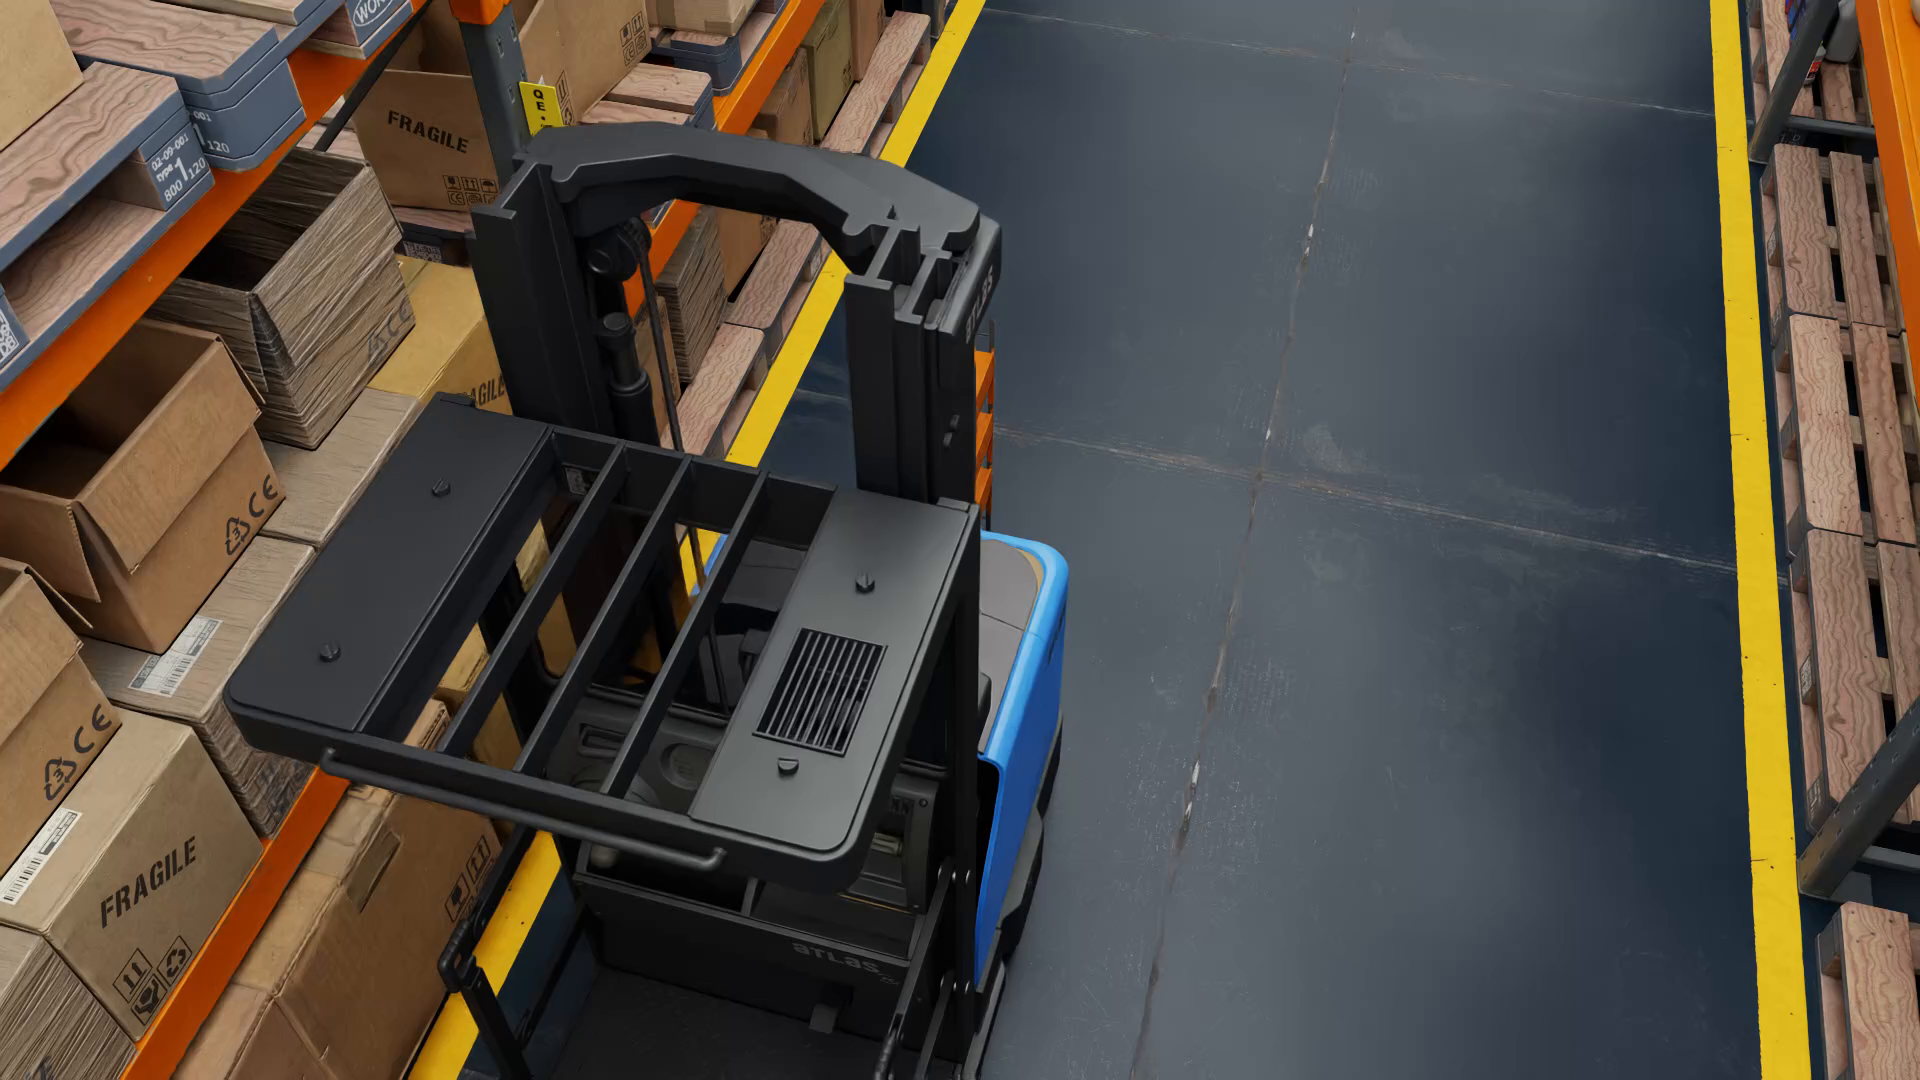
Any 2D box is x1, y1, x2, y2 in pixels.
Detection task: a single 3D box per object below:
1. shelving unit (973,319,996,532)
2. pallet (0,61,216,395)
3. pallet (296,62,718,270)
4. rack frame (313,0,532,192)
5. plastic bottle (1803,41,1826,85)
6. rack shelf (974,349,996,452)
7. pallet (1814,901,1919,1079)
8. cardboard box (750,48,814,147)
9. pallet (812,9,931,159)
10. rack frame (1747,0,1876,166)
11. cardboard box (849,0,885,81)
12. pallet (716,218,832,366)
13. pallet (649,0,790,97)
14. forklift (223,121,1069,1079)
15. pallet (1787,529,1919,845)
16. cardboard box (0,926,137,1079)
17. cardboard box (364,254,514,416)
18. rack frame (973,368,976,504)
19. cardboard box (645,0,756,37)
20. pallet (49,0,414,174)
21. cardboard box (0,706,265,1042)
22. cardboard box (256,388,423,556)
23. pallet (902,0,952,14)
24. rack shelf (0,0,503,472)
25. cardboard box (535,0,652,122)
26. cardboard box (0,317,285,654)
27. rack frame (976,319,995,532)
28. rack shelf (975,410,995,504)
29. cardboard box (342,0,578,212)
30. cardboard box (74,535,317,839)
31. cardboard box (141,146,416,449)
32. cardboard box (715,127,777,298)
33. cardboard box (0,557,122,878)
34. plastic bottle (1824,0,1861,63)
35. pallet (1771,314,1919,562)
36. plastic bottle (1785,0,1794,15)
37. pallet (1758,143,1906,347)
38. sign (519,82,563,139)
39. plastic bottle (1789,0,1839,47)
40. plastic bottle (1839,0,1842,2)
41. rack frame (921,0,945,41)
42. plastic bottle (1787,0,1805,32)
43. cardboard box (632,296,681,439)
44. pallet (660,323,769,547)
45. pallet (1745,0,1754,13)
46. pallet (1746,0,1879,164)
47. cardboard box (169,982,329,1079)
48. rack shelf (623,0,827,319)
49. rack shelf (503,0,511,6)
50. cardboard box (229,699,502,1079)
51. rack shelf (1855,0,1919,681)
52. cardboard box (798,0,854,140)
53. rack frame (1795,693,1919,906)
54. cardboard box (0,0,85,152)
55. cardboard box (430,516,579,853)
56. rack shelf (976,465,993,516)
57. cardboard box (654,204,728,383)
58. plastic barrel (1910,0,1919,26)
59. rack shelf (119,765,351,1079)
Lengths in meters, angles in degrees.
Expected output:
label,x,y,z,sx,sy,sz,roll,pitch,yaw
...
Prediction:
label,x,y,z,sx,sy,sz,roll,pitch,yaw
shelving unit,-0.014,-0.309,5.822,0.215,1.050,0.252,12,50,10
pallet,-2.040,-0.438,2.761,1.003,0.211,1.213,14,50,12
pallet,-1.546,-1.266,5.495,1.213,0.211,1.003,12,50,10
rack frame,-1.630,-0.793,4.949,1.000,3.000,0.127,12,50,10
plastic bottle,3.996,-2.253,7.810,0.097,0.201,0.097,0,49,0
rack shelf,-0.014,-0.489,5.617,0.215,0.259,0.240,12,50,10
pallet,2.981,1.685,4.622,1.003,0.211,1.213,12,50,10
cardboard box,-1.051,-1.819,7.229,0.700,0.500,0.500,8,49,7
pallet,-0.781,-2.200,8.051,1.003,0.211,1.213,12,50,10
rack frame,4.201,-2.709,6.640,1.000,3.000,0.127,12,50,10
cardboard box,-0.760,-2.565,7.887,0.700,0.500,0.500,8,49,7
pallet,-1.100,-1.315,7.270,1.003,0.211,1.213,12,50,10
pallet,-1.149,-2.170,6.292,1.003,0.211,1.213,12,50,10
forklift,-0.567,0.726,3.655,1.130,2.935,3.031,12,50,11
pallet,3.389,0.554,5.620,1.003,0.211,1.213,12,50,10
cardboard box,-2.057,1.058,3.249,0.500,0.500,0.500,11,49,9
cardboard box,-1.521,-0.420,4.554,0.500,0.500,0.500,13,50,11
rack frame,-0.046,-0.220,5.744,0.200,1.050,0.008,12,50,10
cardboard box,-0.967,-2.049,5.878,0.500,0.250,0.500,10,49,9
pallet,-1.749,-1.247,3.475,1.213,0.211,1.003,14,50,12
cardboard box,-1.926,0.683,3.580,0.500,0.500,0.500,12,50,11
cardboard box,-1.658,-0.061,4.236,0.500,0.500,0.500,11,50,10
pallet,-0.435,-3.257,8.983,1.003,0.211,1.213,12,50,10
rack shelf,-2.157,-0.101,2.818,1.077,0.370,4.000,12,50,10
cardboard box,-1.476,-1.787,5.480,0.700,0.500,0.500,18,51,16
cardboard box,-2.013,-0.162,3.656,0.797,0.503,0.637,13,50,11
rack frame,0.018,-0.397,5.900,0.200,1.050,0.008,12,50,10
rack shelf,-0.014,-0.302,5.830,0.215,0.259,0.240,12,50,10
cardboard box,-1.527,-1.364,5.106,0.500,0.500,0.500,6,49,5
cardboard box,-1.792,0.315,3.904,0.500,0.500,0.500,10,49,9
cardboard box,-1.838,-0.633,4.072,0.797,0.503,0.637,13,50,11
cardboard box,-1.197,-1.415,6.872,0.700,0.500,0.500,15,50,13
cardboard box,-2.183,0.325,3.227,0.797,0.503,0.637,13,50,11
plastic bottle,4.231,-2.472,7.905,0.144,0.351,0.185,12,50,10
pallet,3.712,-0.325,6.396,1.003,0.211,1.213,12,50,10
plastic bottle,4.145,-2.743,8.189,0.061,0.283,0.133,15,50,13
pallet,4.031,-1.211,7.178,1.003,0.211,1.213,12,50,10
sign,-1.094,-1.069,4.421,0.100,0.325,0.005,12,50,10
plastic bottle,4.092,-2.501,7.930,0.144,0.351,0.185,10,49,9
plastic bottle,4.292,-2.604,8.071,0.152,0.276,0.135,12,50,10
rack frame,-0.578,-3.686,7.503,1.000,3.000,0.127,12,50,10
plastic bottle,4.143,-2.640,8.052,0.144,0.351,0.185,9,49,8
cardboard box,-1.473,-0.600,6.153,0.700,0.500,0.500,9,49,8
pallet,-1.423,-0.435,6.493,1.003,0.211,1.213,12,50,10
pallet,4.737,-3.149,8.889,1.003,0.211,1.213,12,50,10
pallet,4.418,-2.264,8.107,1.003,0.211,1.213,12,50,10
cardboard box,-2.300,1.551,4.018,1.225,0.875,0.875,10,49,9
rack shelf,-1.104,-2.002,6.496,1.077,0.370,4.000,12,50,10
rack shelf,-1.104,-2.994,5.371,1.077,0.370,4.000,12,50,10
cardboard box,-2.074,0.909,4.584,1.225,0.875,0.875,12,50,10
rack shelf,3.674,-1.024,5.633,1.077,0.370,4.000,12,50,10
cardboard box,-0.904,-2.224,7.586,0.700,0.500,0.500,11,50,10
rack frame,3.148,0.184,4.087,1.000,3.000,0.127,12,50,10
cardboard box,-1.864,-0.861,2.662,0.500,0.500,0.500,14,50,12
cardboard box,-1.832,0.266,5.152,1.225,0.875,0.875,9,49,8
rack shelf,-0.014,-0.118,6.039,0.215,0.259,0.240,12,50,10
cardboard box,-1.340,-1.004,6.509,0.700,0.500,0.500,8,49,7
plastic barrel,3.737,-2.105,6.017,0.433,0.535,0.433,0,49,0
rack shelf,-2.157,0.891,3.942,1.077,0.370,4.000,12,50,10
